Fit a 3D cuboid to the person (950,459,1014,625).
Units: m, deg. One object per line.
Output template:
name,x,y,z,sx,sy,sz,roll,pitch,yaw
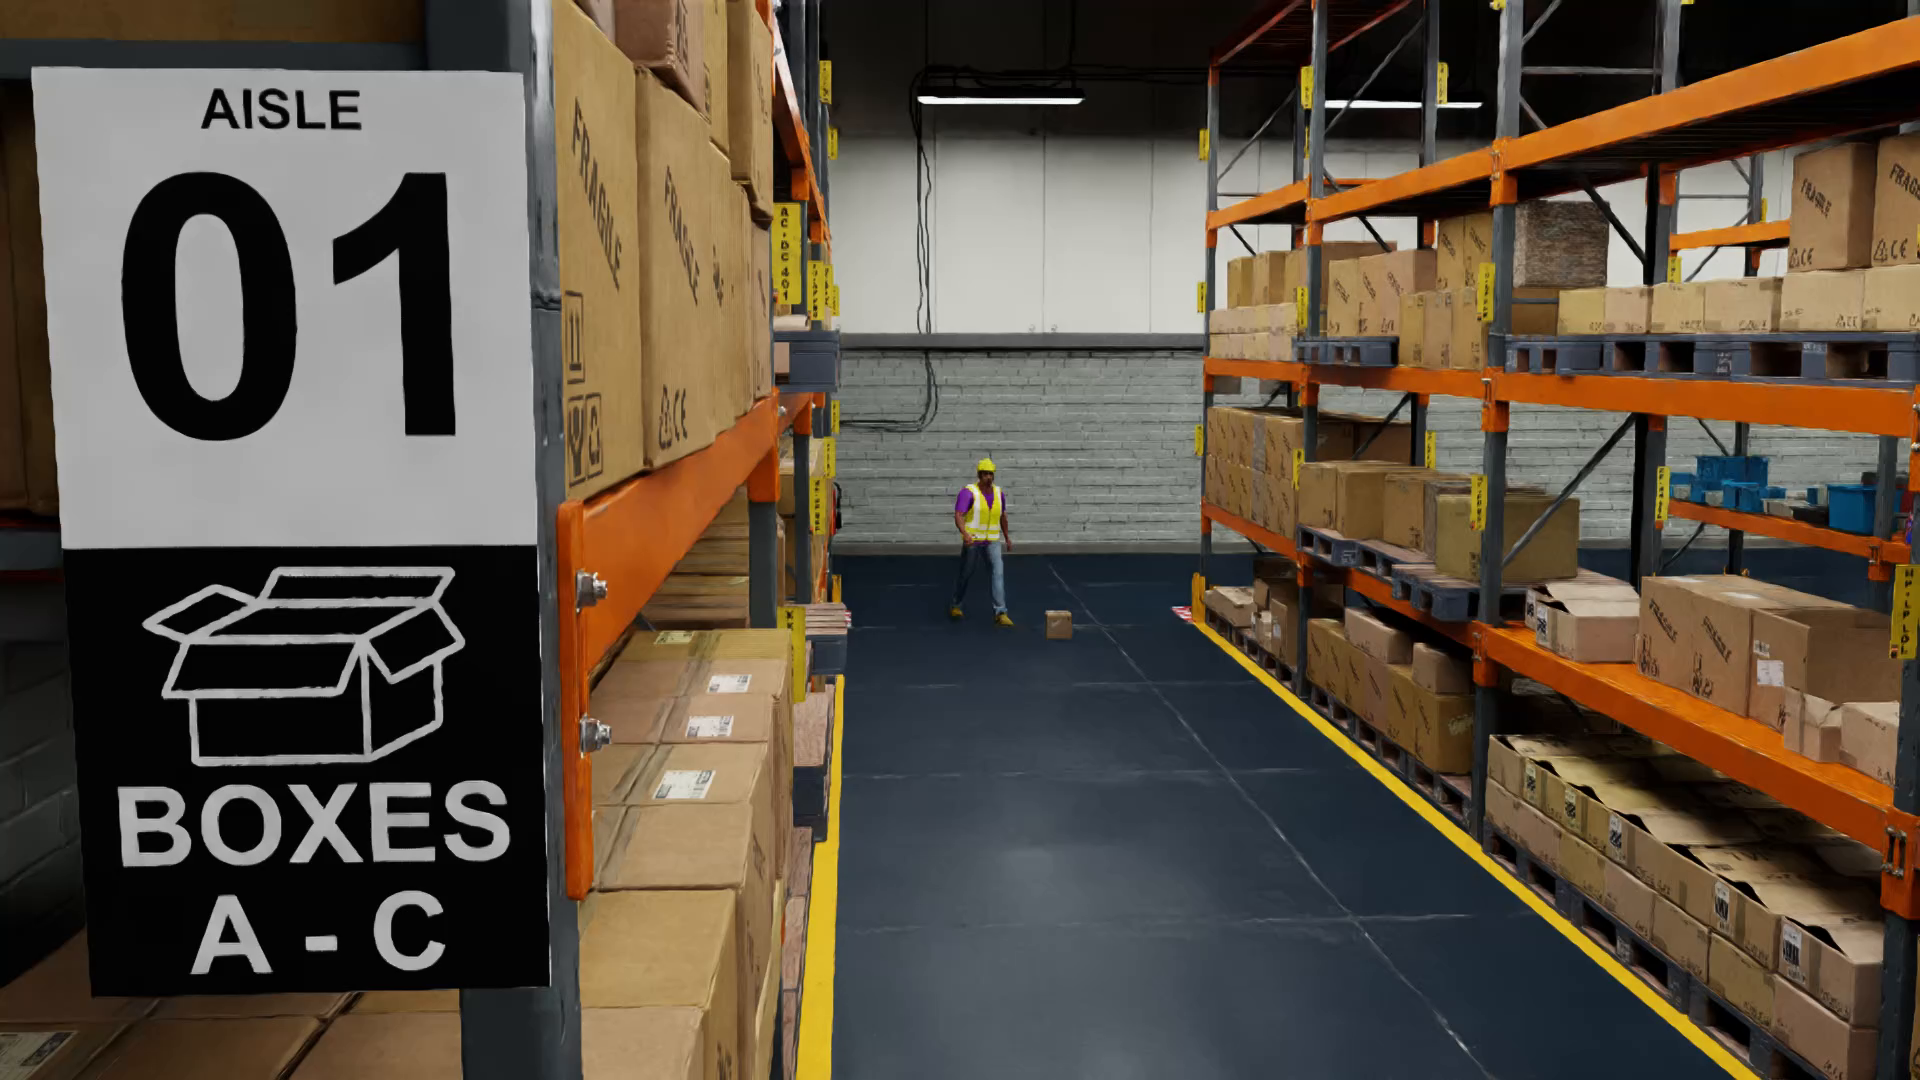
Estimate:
person,0.292,0.001,17.657,0.774,1.725,0.965,-4,8,-28
